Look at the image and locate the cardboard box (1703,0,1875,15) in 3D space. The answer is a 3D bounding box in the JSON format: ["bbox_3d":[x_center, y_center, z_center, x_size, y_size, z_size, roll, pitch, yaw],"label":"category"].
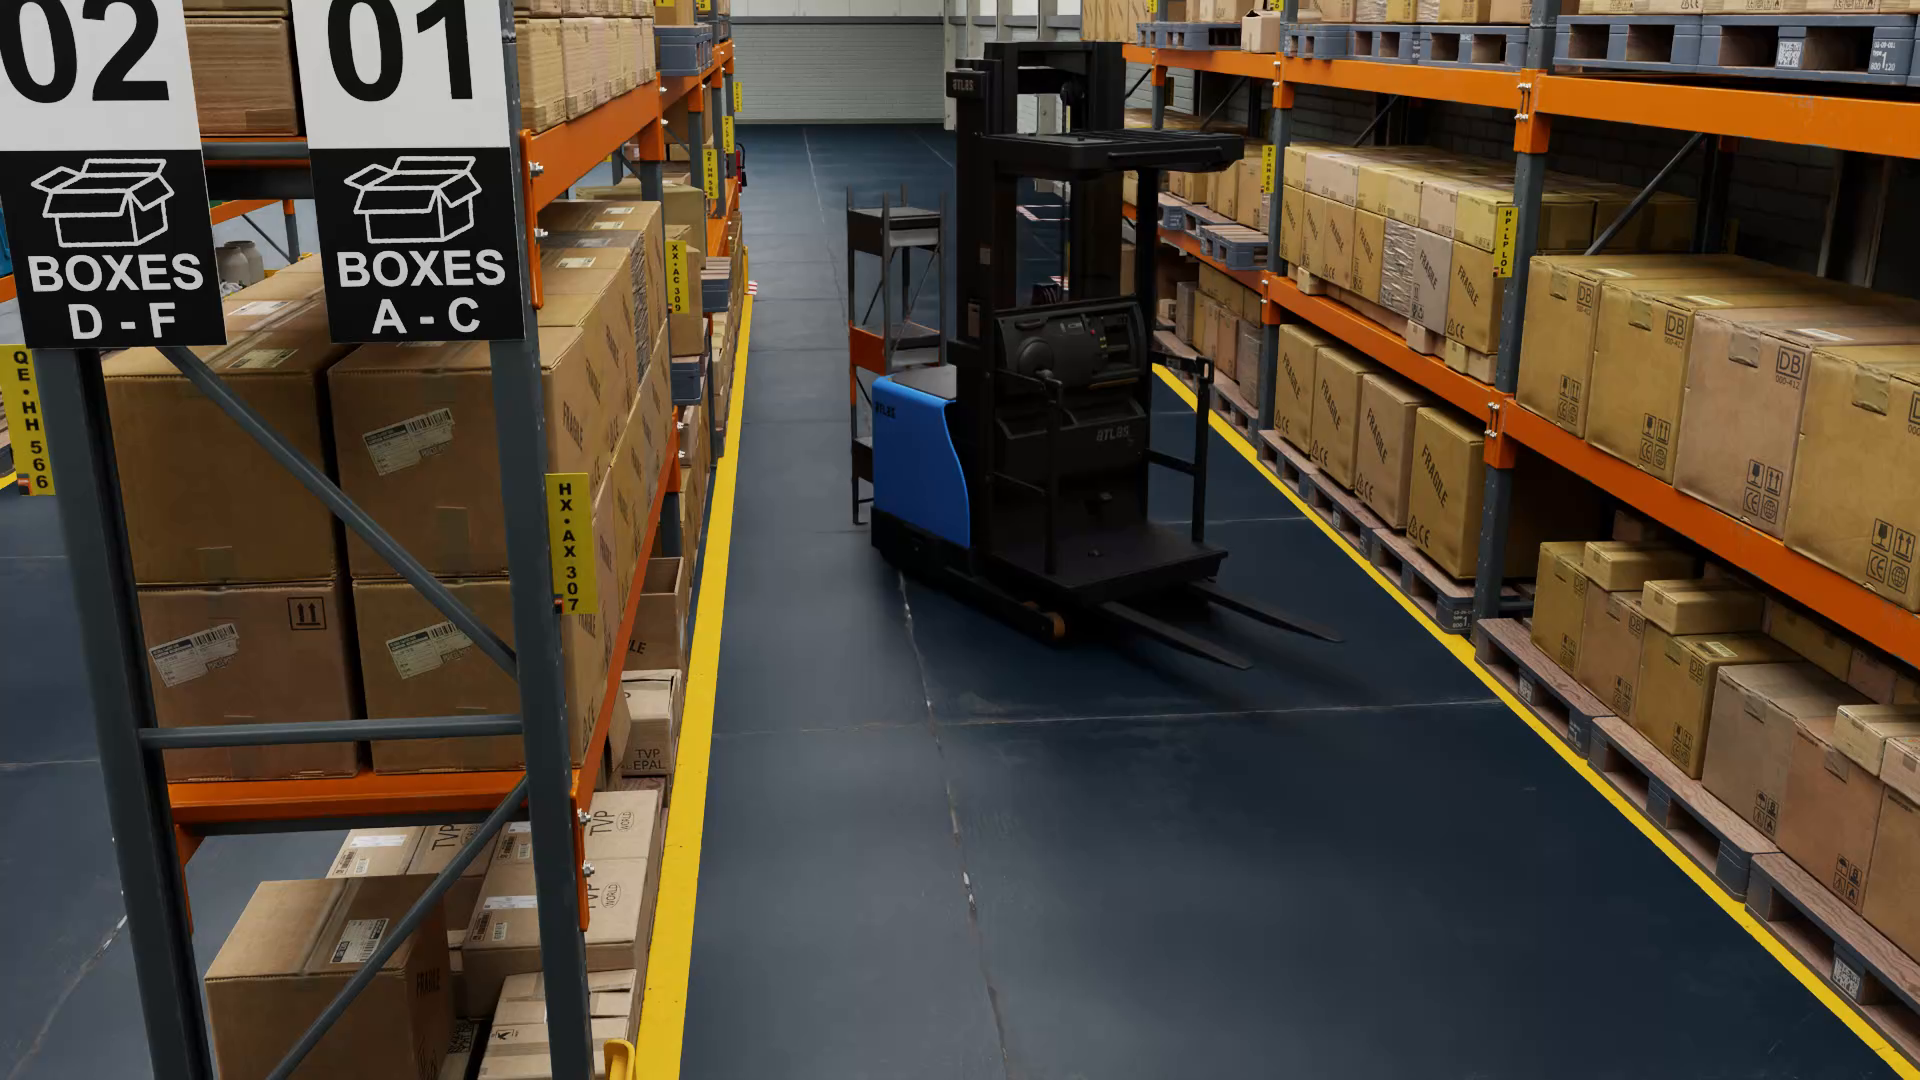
[{"bbox_3d":[3.018,-1.994,5.896,0.500,0.250,0.500,-2,18,-7],"label":"cardboard box"}]

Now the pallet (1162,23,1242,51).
[{"bbox_3d":[2.352,-4.134,13.644,1.213,0.211,1.003,-2,18,-6],"label":"pallet"}]

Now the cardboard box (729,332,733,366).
[{"bbox_3d":[-2.207,-1.606,14.173,0.500,0.250,0.500,-1,17,-4],"label":"cardboard box"}]

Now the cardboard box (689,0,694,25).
[{"bbox_3d":[-2.151,-3.293,10.484,0.910,0.500,0.500,-2,18,-6],"label":"cardboard box"}]

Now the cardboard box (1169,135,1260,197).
[{"bbox_3d":[2.303,-3.394,15.078,0.700,0.500,0.500,-2,18,-5],"label":"cardboard box"}]

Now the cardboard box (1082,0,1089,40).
[{"bbox_3d":[1.658,-5.862,18.632,0.500,0.500,0.500,-1,17,-4],"label":"cardboard box"}]

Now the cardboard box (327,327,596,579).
[{"bbox_3d":[-1.188,-0.225,4.049,0.500,0.500,0.500,-1,17,-4],"label":"cardboard box"}]

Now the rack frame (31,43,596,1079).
[{"bbox_3d":[-1.404,0.440,3.767,1.000,3.000,0.127,-2,18,-6],"label":"rack frame"}]

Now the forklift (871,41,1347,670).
[{"bbox_3d":[0.718,-1.030,8.565,1.130,2.935,3.031,-12,21,-32],"label":"forklift"}]

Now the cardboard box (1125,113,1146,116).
[{"bbox_3d":[1.711,-4.323,17.905,0.500,0.500,0.500,-2,18,-7],"label":"cardboard box"}]

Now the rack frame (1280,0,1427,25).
[{"bbox_3d":[2.697,-4.960,10.951,1.000,3.000,0.127,-2,18,-6],"label":"rack frame"}]

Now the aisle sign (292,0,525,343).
[{"bbox_3d":[-1.105,-0.789,3.341,0.394,0.787,0.004,-2,18,-6],"label":"aisle sign"}]

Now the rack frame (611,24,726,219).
[{"bbox_3d":[-2.642,-3.135,15.155,1.000,3.000,0.127,-2,18,-6],"label":"rack frame"}]

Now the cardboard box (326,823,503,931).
[{"bbox_3d":[-1.774,1.104,5.509,0.500,0.250,0.500,-2,18,-6],"label":"cardboard box"}]

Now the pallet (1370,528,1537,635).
[{"bbox_3d":[2.955,0.197,9.196,1.003,0.211,1.213,-2,18,-6],"label":"pallet"}]

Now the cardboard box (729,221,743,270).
[{"bbox_3d":[-2.586,-3.125,17.760,0.500,0.500,0.500,-2,18,-6],"label":"cardboard box"}]

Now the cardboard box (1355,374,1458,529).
[{"bbox_3d":[2.819,-0.535,9.760,0.750,0.750,0.750,-1,17,-4],"label":"cardboard box"}]

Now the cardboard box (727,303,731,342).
[{"bbox_3d":[-2.206,-1.876,14.097,0.500,0.311,0.500,-2,18,-6],"label":"cardboard box"}]

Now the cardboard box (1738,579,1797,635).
[{"bbox_3d":[3.377,0.265,6.716,0.380,0.149,0.250,-2,18,-5],"label":"cardboard box"}]

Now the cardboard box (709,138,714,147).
[{"bbox_3d":[-2.532,-3.730,15.800,0.380,0.149,0.250,-2,18,-7],"label":"cardboard box"}]

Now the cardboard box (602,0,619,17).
[{"bbox_3d":[-1.349,-1.766,5.202,0.500,0.250,0.500,-2,18,-6],"label":"cardboard box"}]

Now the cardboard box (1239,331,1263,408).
[{"bbox_3d":[2.571,-1.327,12.836,0.700,0.500,0.500,-2,17,-5],"label":"cardboard box"}]

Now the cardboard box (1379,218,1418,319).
[{"bbox_3d":[2.706,-1.536,9.365,0.500,0.500,0.500,-2,18,-6],"label":"cardboard box"}]

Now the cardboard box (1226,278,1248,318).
[{"bbox_3d":[2.517,-2.010,13.759,0.500,0.250,0.500,-2,18,-6],"label":"cardboard box"}]

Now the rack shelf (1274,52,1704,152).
[{"bbox_3d":[2.904,-2.589,9.610,1.077,0.370,4.000,-2,18,-6],"label":"rack shelf"}]

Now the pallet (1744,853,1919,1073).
[{"bbox_3d":[3.362,1.381,5.426,1.003,0.211,1.213,-2,18,-6],"label":"pallet"}]

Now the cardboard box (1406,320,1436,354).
[{"bbox_3d":[2.676,-1.117,9.114,0.380,0.149,0.250,-2,18,-6],"label":"cardboard box"}]

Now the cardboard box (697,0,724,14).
[{"bbox_3d":[-2.432,-5.039,15.110,0.500,0.500,0.500,0,17,-1],"label":"cardboard box"}]

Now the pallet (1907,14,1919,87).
[{"bbox_3d":[3.435,-1.323,4.525,1.003,0.211,1.213,-2,18,-6],"label":"pallet"}]

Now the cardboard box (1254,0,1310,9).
[{"bbox_3d":[2.656,-3.976,12.621,0.797,0.503,0.637,1,17,2],"label":"cardboard box"}]

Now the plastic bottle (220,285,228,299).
[{"bbox_3d":[-7.303,-2.365,16.391,0.144,0.351,0.185,-2,18,-6],"label":"plastic bottle"}]

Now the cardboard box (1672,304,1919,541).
[{"bbox_3d":[3.304,-0.452,6.110,0.980,0.700,0.700,-3,18,-8],"label":"cardboard box"}]

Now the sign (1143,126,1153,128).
[{"bbox_3d":[1.746,-3.683,15.455,0.100,0.325,0.005,-2,18,-6],"label":"sign"}]

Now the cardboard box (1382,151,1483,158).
[{"bbox_3d":[3.052,-2.373,10.778,0.500,0.250,0.500,-2,18,-7],"label":"cardboard box"}]

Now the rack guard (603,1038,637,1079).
[{"bbox_3d":[-1.412,1.610,4.213,1.175,0.500,0.348,-2,18,-6],"label":"rack guard"}]

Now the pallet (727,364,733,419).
[{"bbox_3d":[-2.398,-1.222,13.717,1.003,0.211,1.213,-2,18,-6],"label":"pallet"}]

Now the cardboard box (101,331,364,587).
[{"bbox_3d":[-1.724,-0.209,3.997,0.500,0.500,0.500,-2,18,-6],"label":"cardboard box"}]

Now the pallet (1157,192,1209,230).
[{"bbox_3d":[2.219,-2.965,14.935,1.003,0.211,1.213,-2,18,-6],"label":"pallet"}]

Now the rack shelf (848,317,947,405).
[{"bbox_3d":[-0.379,-1.049,10.059,0.431,0.518,0.480,-9,20,-27],"label":"rack shelf"}]

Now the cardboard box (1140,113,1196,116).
[{"bbox_3d":[2.232,-4.338,17.953,0.500,0.500,0.500,-2,18,-7],"label":"cardboard box"}]

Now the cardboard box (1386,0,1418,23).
[{"bbox_3d":[2.955,-3.322,9.841,0.700,0.500,0.500,-1,17,-3],"label":"cardboard box"}]

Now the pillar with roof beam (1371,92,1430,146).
[{"bbox_3d":[-0.858,-5.241,11.846,9.100,9.000,0.400,-2,18,-6],"label":"pillar with roof beam"}]

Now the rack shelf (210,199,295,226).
[{"bbox_3d":[-7.776,-3.236,16.676,1.077,0.370,4.000,-2,18,-6],"label":"rack shelf"}]

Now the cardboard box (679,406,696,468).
[{"bbox_3d":[-1.728,-0.576,9.191,0.500,0.250,0.500,-2,18,-6],"label":"cardboard box"}]

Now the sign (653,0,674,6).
[{"bbox_3d":[-1.278,-2.448,7.097,0.100,0.325,0.005,-2,18,-6],"label":"sign"}]

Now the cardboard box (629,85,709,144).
[{"bbox_3d":[-2.694,-3.934,15.366,0.700,0.500,0.500,-2,18,-5],"label":"cardboard box"}]

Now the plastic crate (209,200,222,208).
[{"bbox_3d":[-7.429,-3.295,16.018,0.450,0.188,0.662,-2,18,-6],"label":"plastic crate"}]

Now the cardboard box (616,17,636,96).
[{"bbox_3d":[-1.401,-1.676,5.751,0.500,0.250,0.500,-2,18,-6],"label":"cardboard box"}]

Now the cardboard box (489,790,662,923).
[{"bbox_3d":[-1.282,1.074,5.606,0.500,0.250,0.500,-2,18,-6],"label":"cardboard box"}]

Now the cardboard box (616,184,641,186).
[{"bbox_3d":[-2.419,-2.490,12.934,0.500,0.500,0.500,-3,18,-9],"label":"cardboard box"}]

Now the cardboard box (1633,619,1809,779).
[{"bbox_3d":[3.184,0.615,6.681,0.700,0.500,0.500,-1,17,-4],"label":"cardboard box"}]

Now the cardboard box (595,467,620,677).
[{"bbox_3d":[-1.246,0.099,4.688,0.500,0.500,0.500,-2,18,-6],"label":"cardboard box"}]

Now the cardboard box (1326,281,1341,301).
[{"bbox_3d":[2.610,-1.653,10.822,0.380,0.149,0.250,-2,18,-6],"label":"cardboard box"}]

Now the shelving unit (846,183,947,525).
[{"bbox_3d":[-0.379,-1.062,10.055,0.431,2.100,0.503,-9,20,-27],"label":"shelving unit"}]
